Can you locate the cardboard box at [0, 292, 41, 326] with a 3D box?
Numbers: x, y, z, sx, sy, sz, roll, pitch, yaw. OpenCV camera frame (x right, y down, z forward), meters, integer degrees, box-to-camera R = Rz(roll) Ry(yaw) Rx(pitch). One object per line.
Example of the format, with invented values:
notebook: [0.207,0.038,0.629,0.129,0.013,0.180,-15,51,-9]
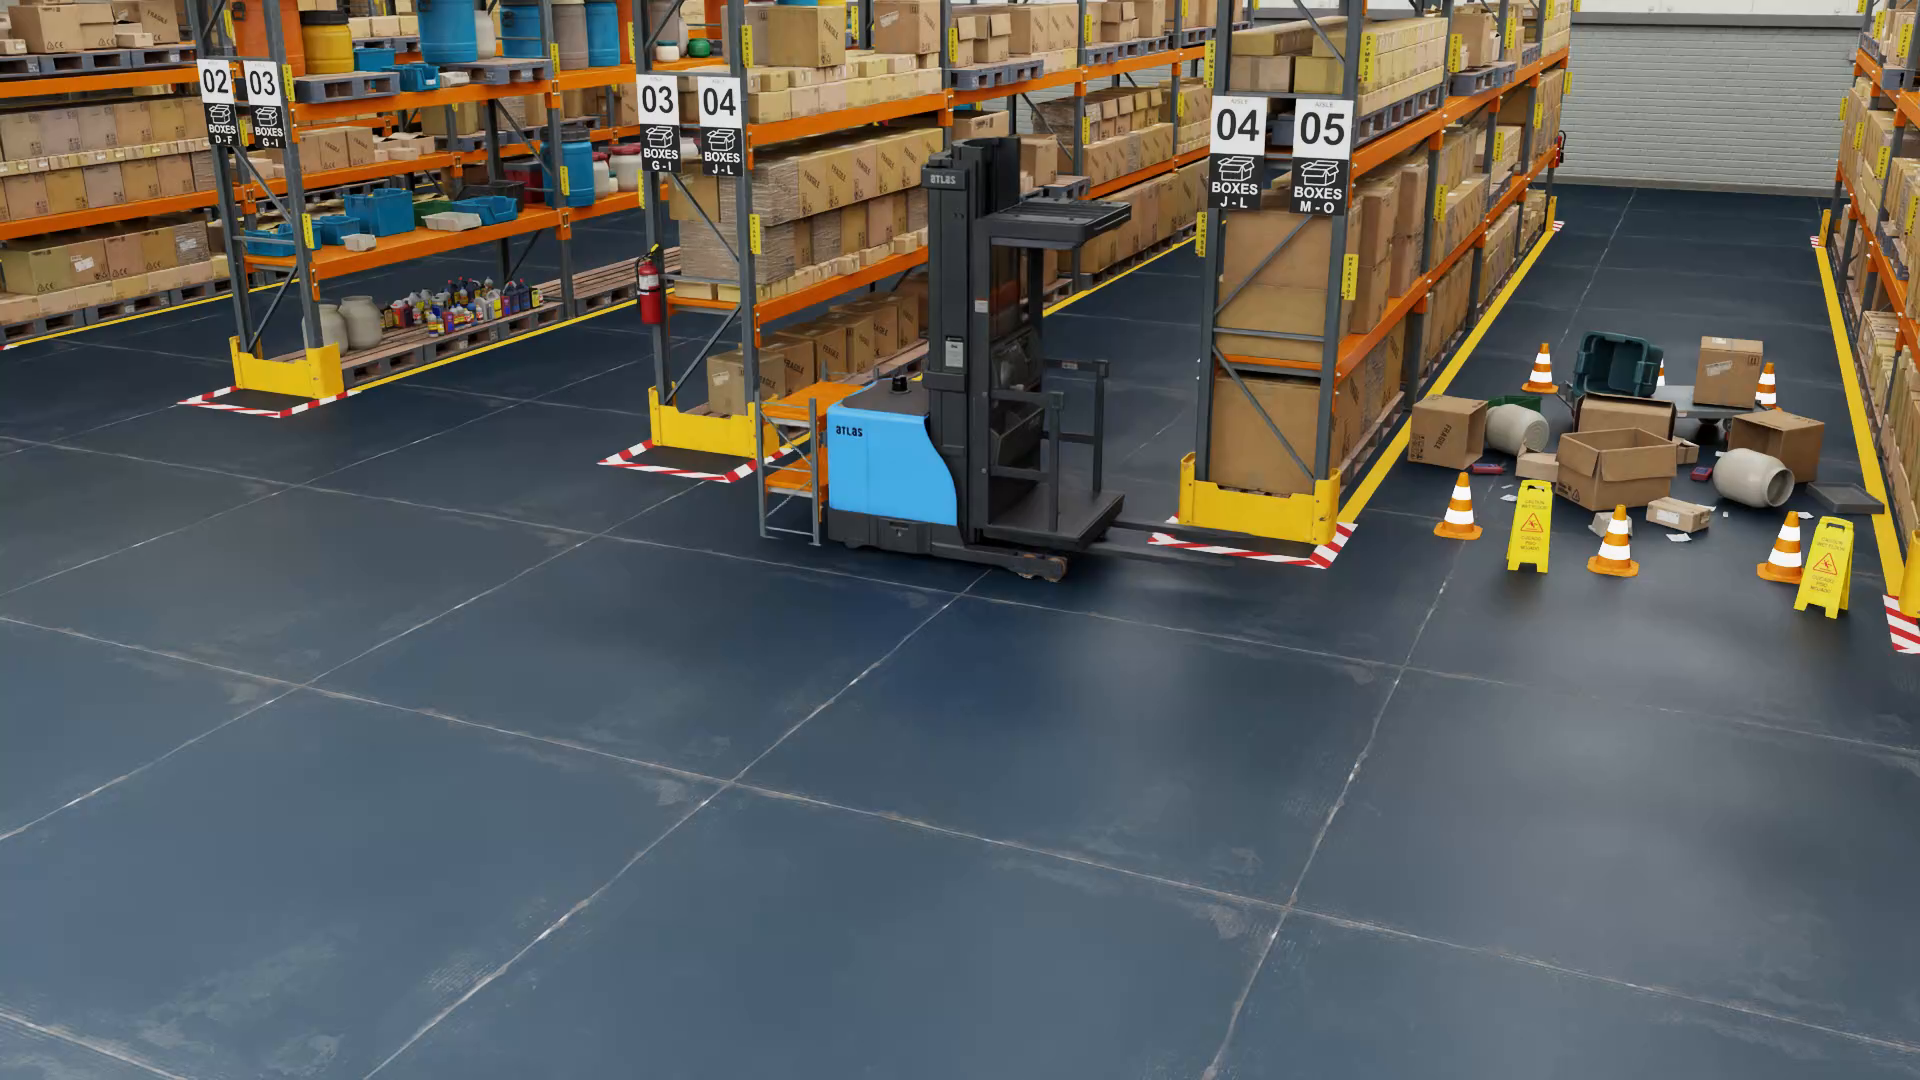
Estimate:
cardboard box: [-10.822,-2.616,18.825,0.500,0.250,0.500,9,21,23]

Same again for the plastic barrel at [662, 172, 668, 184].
plastic barrel: [-3.850,-4.925,21.674,0.421,0.512,0.421,0,20,0]

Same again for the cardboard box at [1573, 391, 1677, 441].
cardboard box: [5.617,-0.919,14.100,0.797,0.637,0.503,9,21,23]

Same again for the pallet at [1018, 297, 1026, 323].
pallet: [0.245,-2.741,19.862,1.003,0.211,1.213,9,21,23]

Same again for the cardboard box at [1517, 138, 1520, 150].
cardboard box: [7.206,-5.248,22.052,0.380,0.149,0.250,9,22,24]

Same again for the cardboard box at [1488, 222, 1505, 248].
cardboard box: [6.476,-3.810,20.689,0.500,0.250,0.500,9,21,23]

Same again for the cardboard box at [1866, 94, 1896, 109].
cardboard box: [11.582,-5.490,20.820,0.380,0.149,0.250,8,21,22]

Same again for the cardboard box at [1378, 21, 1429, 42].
cardboard box: [3.640,-4.181,13.682,0.380,0.149,0.250,9,21,23]

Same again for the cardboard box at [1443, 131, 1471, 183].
cardboard box: [5.152,-4.182,18.109,0.700,0.500,0.500,8,21,22]

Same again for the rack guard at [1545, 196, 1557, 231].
rack guard: [8.796,-5.199,26.341,1.175,0.500,0.348,9,21,23]

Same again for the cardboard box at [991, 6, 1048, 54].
cardboard box: [0.683,-5.874,19.137,0.500,0.500,0.500,9,21,24]

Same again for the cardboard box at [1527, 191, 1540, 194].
cardboard box: [8.686,-5.269,25.548,0.380,0.149,0.250,9,21,24]

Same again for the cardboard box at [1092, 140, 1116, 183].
cardboard box: [1.724,-4.982,21.851,0.500,0.500,0.500,8,21,21]

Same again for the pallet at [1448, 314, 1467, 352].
pallet: [5.159,-2.410,18.929,1.003,0.211,1.213,9,21,23]

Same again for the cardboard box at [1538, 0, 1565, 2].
cardboard box: [8.788,-7.959,24.777,0.380,0.149,0.250,9,21,23]

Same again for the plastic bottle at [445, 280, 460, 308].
plastic bottle: [-5.876,-2.834,19.258,0.144,0.351,0.185,8,21,20]

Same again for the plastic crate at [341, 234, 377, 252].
plastic crate: [-6.067,-3.005,16.835,0.298,0.136,0.250,9,21,23]

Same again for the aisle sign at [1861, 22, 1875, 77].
aisle sign: [13.149,-7.038,23.902,0.394,0.787,0.004,9,21,23]

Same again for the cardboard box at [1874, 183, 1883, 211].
cardboard box: [10.075,-3.654,17.743,0.500,0.250,0.500,8,21,23]

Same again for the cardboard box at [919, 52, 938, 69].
cardboard box: [-0.440,-4.834,16.738,0.380,0.149,0.250,9,22,24]

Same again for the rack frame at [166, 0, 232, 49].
rack frame: [-9.607,-7.630,20.493,1.000,3.000,0.127,9,21,23]

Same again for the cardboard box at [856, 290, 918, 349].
cardboard box: [-0.771,-2.346,17.693,0.500,0.500,0.500,8,21,21]

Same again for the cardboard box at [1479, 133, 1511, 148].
cardboard box: [6.775,-5.071,21.112,0.380,0.149,0.250,8,21,21]

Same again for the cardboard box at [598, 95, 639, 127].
cardboard box: [-5.874,-7.414,28.691,0.500,0.500,0.500,9,22,24]

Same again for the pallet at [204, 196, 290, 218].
pallet: [-12.098,-5.621,27.960,1.003,0.211,1.213,9,21,23]

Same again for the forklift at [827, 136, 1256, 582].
forklift: [0.588,-1.290,11.722,3.031,2.935,1.130,8,21,21]

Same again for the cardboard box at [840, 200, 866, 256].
cardboard box: [-1.404,-3.039,15.944,0.875,0.500,0.500,9,21,23]

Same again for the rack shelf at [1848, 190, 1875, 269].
rack shelf: [10.927,-3.578,19.127,1.077,0.370,4.000,9,21,23]

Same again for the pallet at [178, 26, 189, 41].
pallet: [-12.274,-8.233,26.947,1.213,0.211,1.003,10,22,25]

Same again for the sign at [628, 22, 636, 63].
sign: [-2.707,-4.133,13.815,0.100,0.325,0.005,9,21,23]

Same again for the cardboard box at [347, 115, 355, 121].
cardboard box: [-10.961,-7.523,29.490,0.380,0.149,0.250,9,22,24]

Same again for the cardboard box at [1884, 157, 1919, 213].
cardboard box: [9.713,-3.585,16.853,0.500,0.500,0.500,8,21,21]

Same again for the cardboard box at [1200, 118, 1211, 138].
cardboard box: [3.552,-6.376,25.700,0.500,0.250,0.500,9,22,24]

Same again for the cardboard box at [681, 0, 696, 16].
cardboard box: [-5.083,-9.552,29.853,0.500,0.250,0.500,9,21,23]

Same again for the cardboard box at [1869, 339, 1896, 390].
cardboard box: [9.257,-1.636,15.889,0.950,0.372,0.625,9,22,24]

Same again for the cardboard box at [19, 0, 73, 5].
cardboard box: [-13.326,-7.673,24.315,0.500,0.500,0.500,8,21,21]

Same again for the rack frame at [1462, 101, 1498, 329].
rack frame: [5.551,-3.954,19.110,1.000,3.000,0.127,9,21,23]

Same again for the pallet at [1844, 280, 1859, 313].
pallet: [11.499,-2.968,20.501,1.003,0.211,1.213,9,21,23]

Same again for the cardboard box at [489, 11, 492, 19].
cardboard box: [-7.612,-7.780,25.243,0.910,0.500,0.500,9,21,23]

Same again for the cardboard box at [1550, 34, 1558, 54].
cardboard box: [8.047,-6.936,23.242,0.500,0.250,0.500,10,22,25]

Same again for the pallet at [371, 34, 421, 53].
pallet: [-8.165,-7.130,23.847,1.213,0.211,1.003,10,22,25]

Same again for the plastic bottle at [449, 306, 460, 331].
plastic bottle: [-5.560,-2.438,18.262,0.097,0.271,0.097,0,20,0]

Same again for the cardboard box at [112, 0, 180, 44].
cardboard box: [-10.054,-6.410,20.554,0.500,0.500,0.500,10,22,27]

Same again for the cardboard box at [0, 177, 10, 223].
cardboard box: [-11.042,-3.768,18.439,0.700,0.500,0.500,9,21,23]

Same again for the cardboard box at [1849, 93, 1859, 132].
cardboard box: [12.519,-5.845,22.785,0.500,0.500,0.500,8,21,22]

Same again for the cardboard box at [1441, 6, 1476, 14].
cardboard box: [5.987,-6.330,20.024,0.396,0.266,0.258,9,21,23]

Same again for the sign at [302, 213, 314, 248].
sign: [-6.227,-2.953,15.883,0.100,0.325,0.005,9,21,23]

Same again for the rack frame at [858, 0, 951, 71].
rack frame: [-0.571,-6.269,16.667,1.000,3.000,0.127,9,21,23]

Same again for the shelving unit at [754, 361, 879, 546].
shelving unit: [-1.065,-0.681,12.704,0.538,1.125,1.048,8,21,22]

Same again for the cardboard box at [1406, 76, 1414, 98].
cardboard box: [3.431,-3.649,13.376,0.380,0.149,0.250,8,21,23]

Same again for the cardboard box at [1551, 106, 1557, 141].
cardboard box: [8.662,-6.257,24.994,0.500,0.500,0.500,8,21,22]

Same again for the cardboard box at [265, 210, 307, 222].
cardboard box: [-9.289,-4.445,23.131,0.500,0.311,0.500,8,21,23]

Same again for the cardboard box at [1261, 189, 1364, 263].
cardboard box: [2.603,-2.377,12.840,0.875,0.550,0.550,9,21,23]

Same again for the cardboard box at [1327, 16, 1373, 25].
cardboard box: [3.454,-4.582,14.809,0.380,0.149,0.250,9,21,23]

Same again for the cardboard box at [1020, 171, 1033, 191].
cardboard box: [0.631,-4.253,19.526,0.396,0.266,0.258,8,21,21]

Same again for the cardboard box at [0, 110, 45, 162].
cardboard box: [-10.810,-4.557,18.722,0.700,0.500,0.500,8,21,21]

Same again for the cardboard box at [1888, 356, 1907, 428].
cardboard box: [7.982,-1.195,13.711,0.500,0.500,0.500,10,22,25]

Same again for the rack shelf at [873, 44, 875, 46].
rack shelf: [-0.994,-8.254,27.797,1.077,0.370,4.000,9,21,23]

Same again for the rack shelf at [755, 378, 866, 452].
rack shelf: [-1.065,-0.956,12.606,0.538,0.278,1.000,8,21,22]
